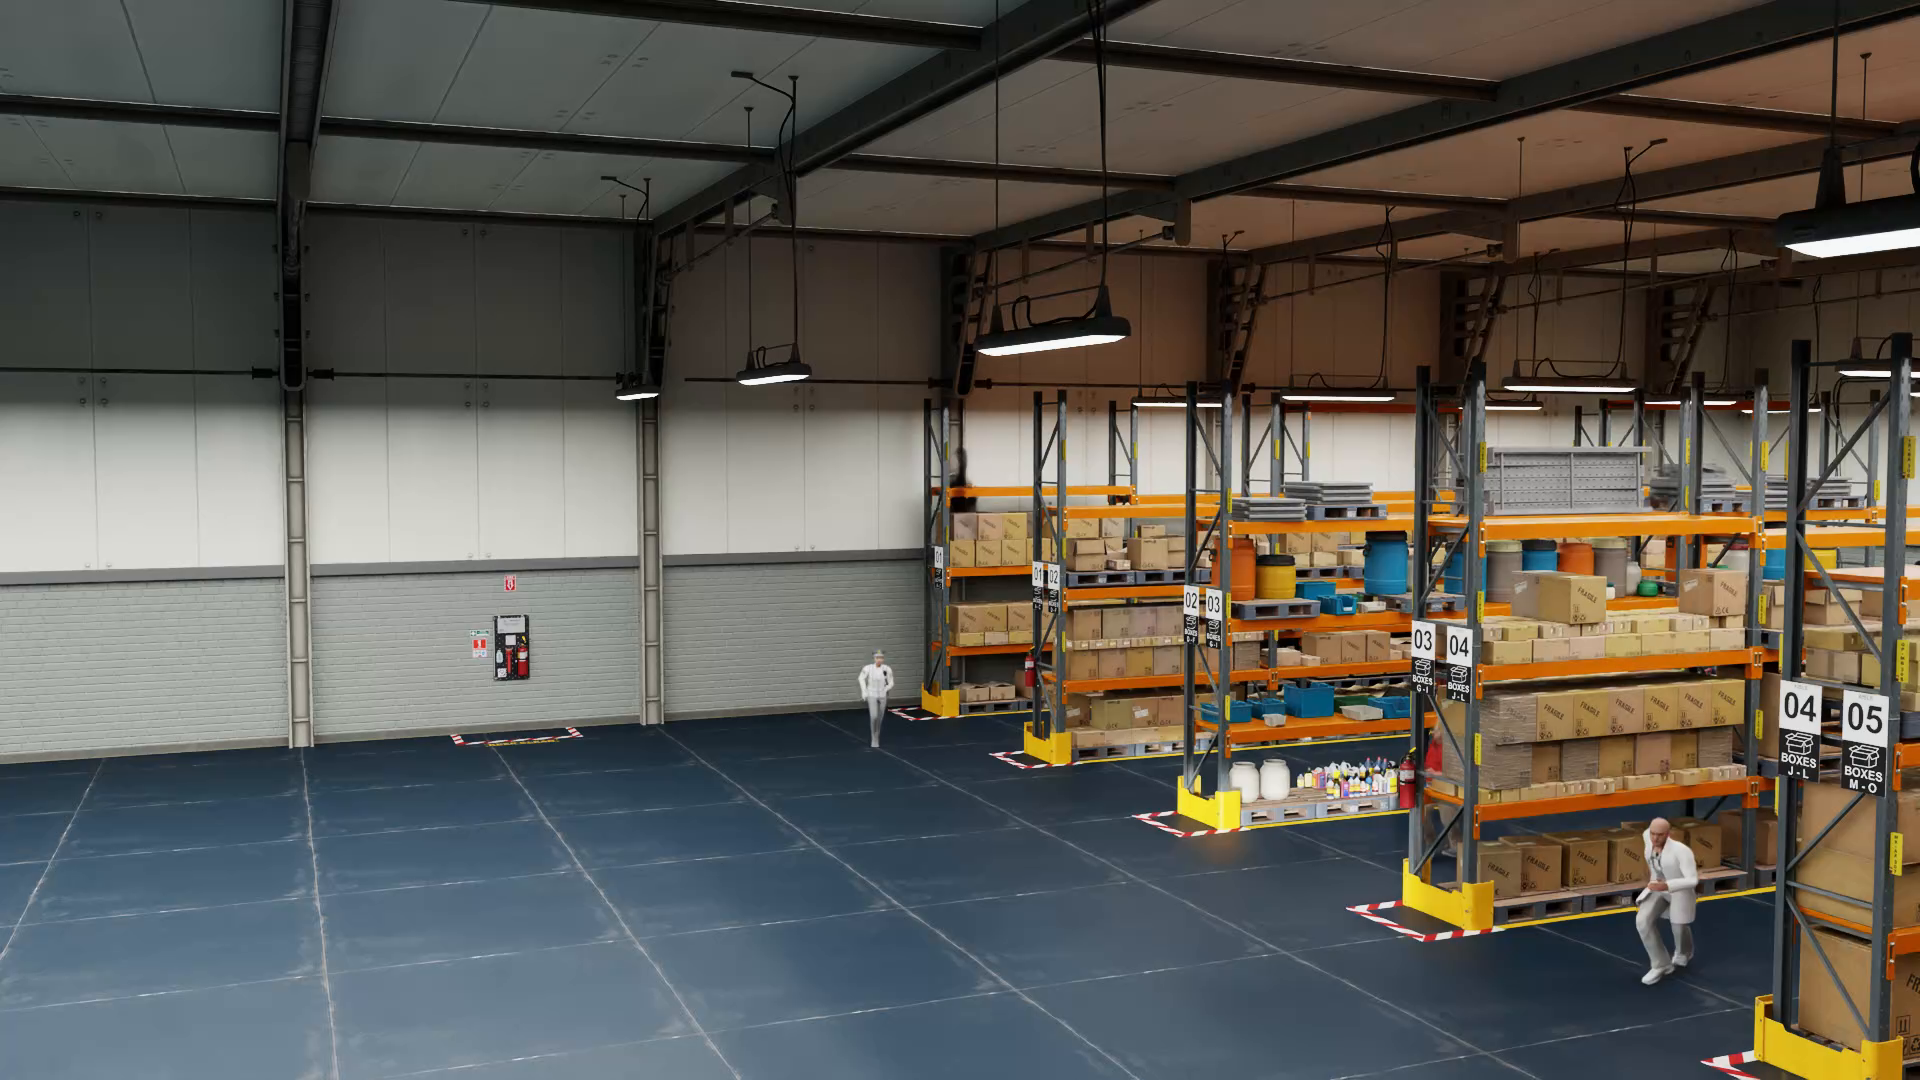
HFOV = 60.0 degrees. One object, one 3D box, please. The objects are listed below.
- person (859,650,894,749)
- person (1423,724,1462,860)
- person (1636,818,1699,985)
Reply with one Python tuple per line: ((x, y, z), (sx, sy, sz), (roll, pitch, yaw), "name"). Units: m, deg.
((-1.414, 2.684, 28.192), (0.532, 1.701, 0.786), (-1, 3, -14), "person")
((5.918, 3.112, 20.436), (0.715, 1.765, 0.617), (-2, 4, -31), "person")
((6.824, 3.422, 15.932), (1.186, 1.568, 0.706), (-3, 4, -41), "person")
